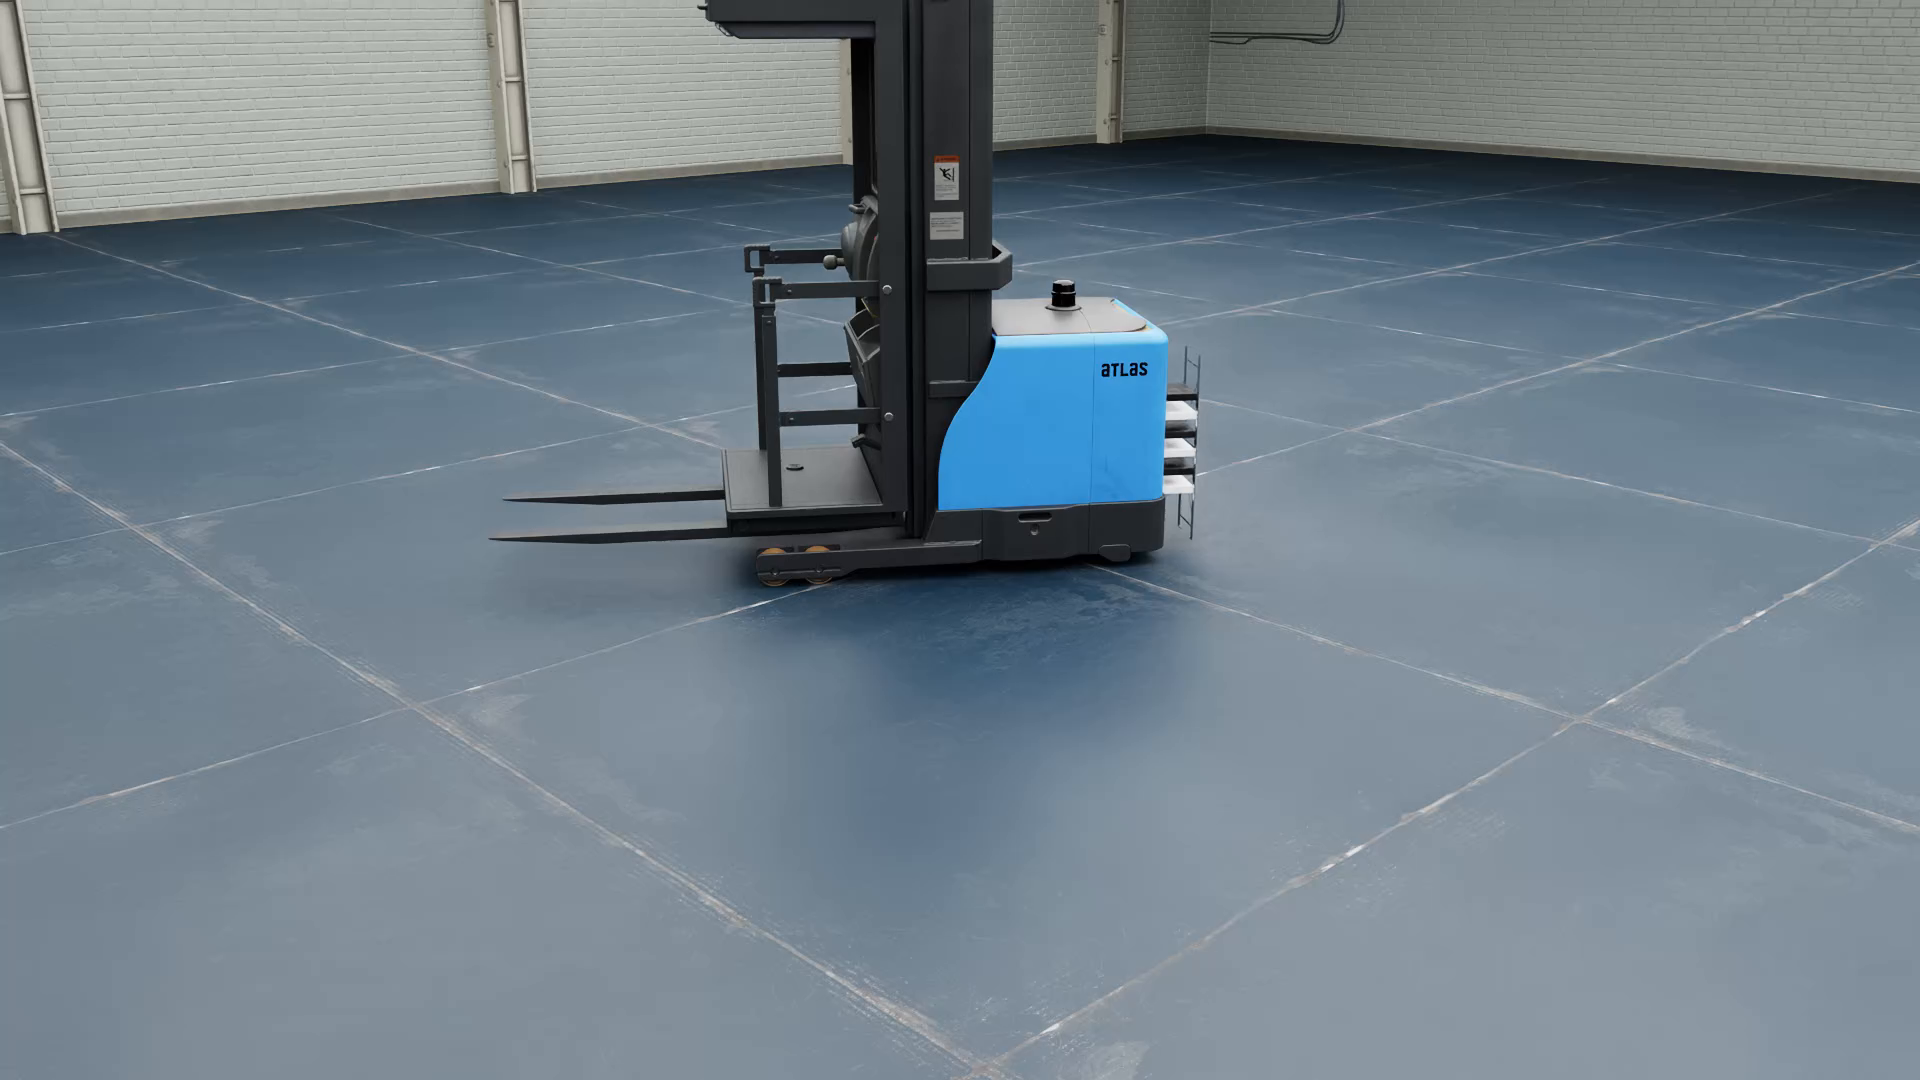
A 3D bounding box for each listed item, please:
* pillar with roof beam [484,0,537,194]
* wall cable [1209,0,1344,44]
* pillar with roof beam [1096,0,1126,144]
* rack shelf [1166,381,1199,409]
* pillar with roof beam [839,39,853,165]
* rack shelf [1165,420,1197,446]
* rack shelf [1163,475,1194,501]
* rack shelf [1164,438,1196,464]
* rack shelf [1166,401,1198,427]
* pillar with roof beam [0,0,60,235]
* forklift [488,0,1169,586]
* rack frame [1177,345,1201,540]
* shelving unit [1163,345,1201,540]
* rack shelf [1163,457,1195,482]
[{"bbox_3d":[-3.037,-8.044,18.203,0.400,9.000,9.100,-16,24,-41],"label":"pillar with roof beam"},{"bbox_3d":[5.774,-10.402,30.511,0.112,2.526,3.097,-16,24,-41],"label":"wall cable"},{"bbox_3d":[5.683,-10.586,26.046,0.400,9.000,9.100,-16,24,-41],"label":"pillar with roof beam"},{"bbox_3d":[0.995,-0.685,7.870,0.200,0.077,0.258,-3,18,-9],"label":"rack shelf"},{"bbox_3d":[1.323,-9.315,22.124,0.400,9.000,9.100,-16,24,-41],"label":"pillar with roof beam"},{"bbox_3d":[0.995,-0.513,7.925,0.200,0.077,0.258,-3,18,-9],"label":"rack shelf"},{"bbox_3d":[0.995,-0.257,8.009,0.200,0.077,0.258,-3,18,-9],"label":"rack shelf"},{"bbox_3d":[0.995,-0.428,7.953,0.200,0.077,0.258,-3,18,-9],"label":"rack shelf"},{"bbox_3d":[0.995,-0.599,7.898,0.200,0.077,0.258,-3,18,-9],"label":"rack shelf"},{"bbox_3d":[-7.396,-6.772,14.282,0.400,9.000,9.100,-16,24,-41],"label":"pillar with roof beam"},{"bbox_3d":[-0.623,-1.364,7.439,3.031,2.935,1.130,-3,18,-9],"label":"forklift"},{"bbox_3d":[1.095,-0.464,7.958,0.006,0.900,0.240,-3,18,-9],"label":"rack frame"},{"bbox_3d":[0.995,-0.460,7.943,0.210,0.900,0.258,-3,18,-9],"label":"shelving unit"},{"bbox_3d":[0.995,-0.342,7.981,0.200,0.077,0.258,-3,18,-9],"label":"rack shelf"}]
